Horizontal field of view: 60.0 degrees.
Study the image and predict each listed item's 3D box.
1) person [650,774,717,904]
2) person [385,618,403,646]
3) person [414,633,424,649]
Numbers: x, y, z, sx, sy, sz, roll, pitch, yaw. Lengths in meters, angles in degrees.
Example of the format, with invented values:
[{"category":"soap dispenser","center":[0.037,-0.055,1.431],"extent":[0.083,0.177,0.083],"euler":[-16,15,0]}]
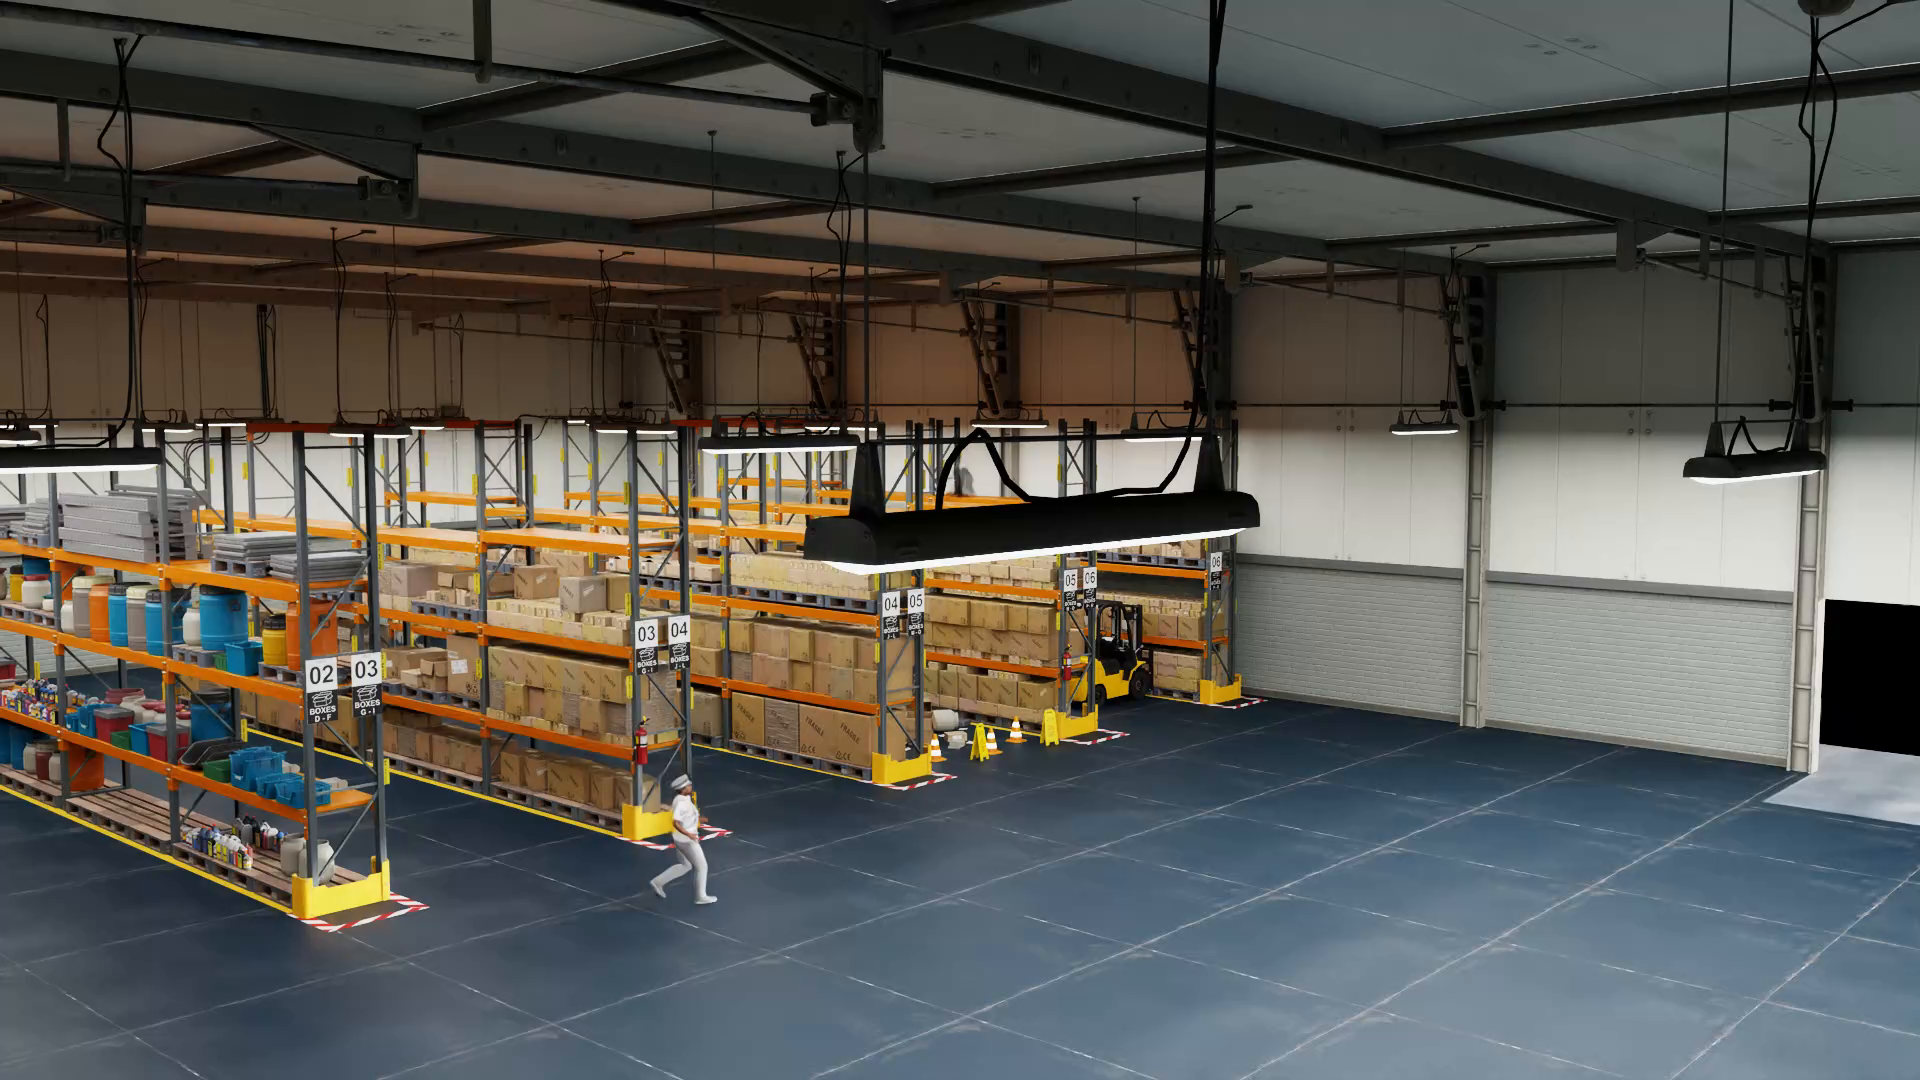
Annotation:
[{"category":"person","center":[-3.489,3.781,20.965],"extent":[0.834,1.663,0.588],"euler":[-2,5,-20]},{"category":"person","center":[-13.537,2.145,40.026],"extent":[1.012,1.733,0.701],"euler":[-1,5,-16]},{"category":"person","center":[-13.306,2.162,40.340],"extent":[1.059,1.722,0.723],"euler":[-4,6,-42]}]
